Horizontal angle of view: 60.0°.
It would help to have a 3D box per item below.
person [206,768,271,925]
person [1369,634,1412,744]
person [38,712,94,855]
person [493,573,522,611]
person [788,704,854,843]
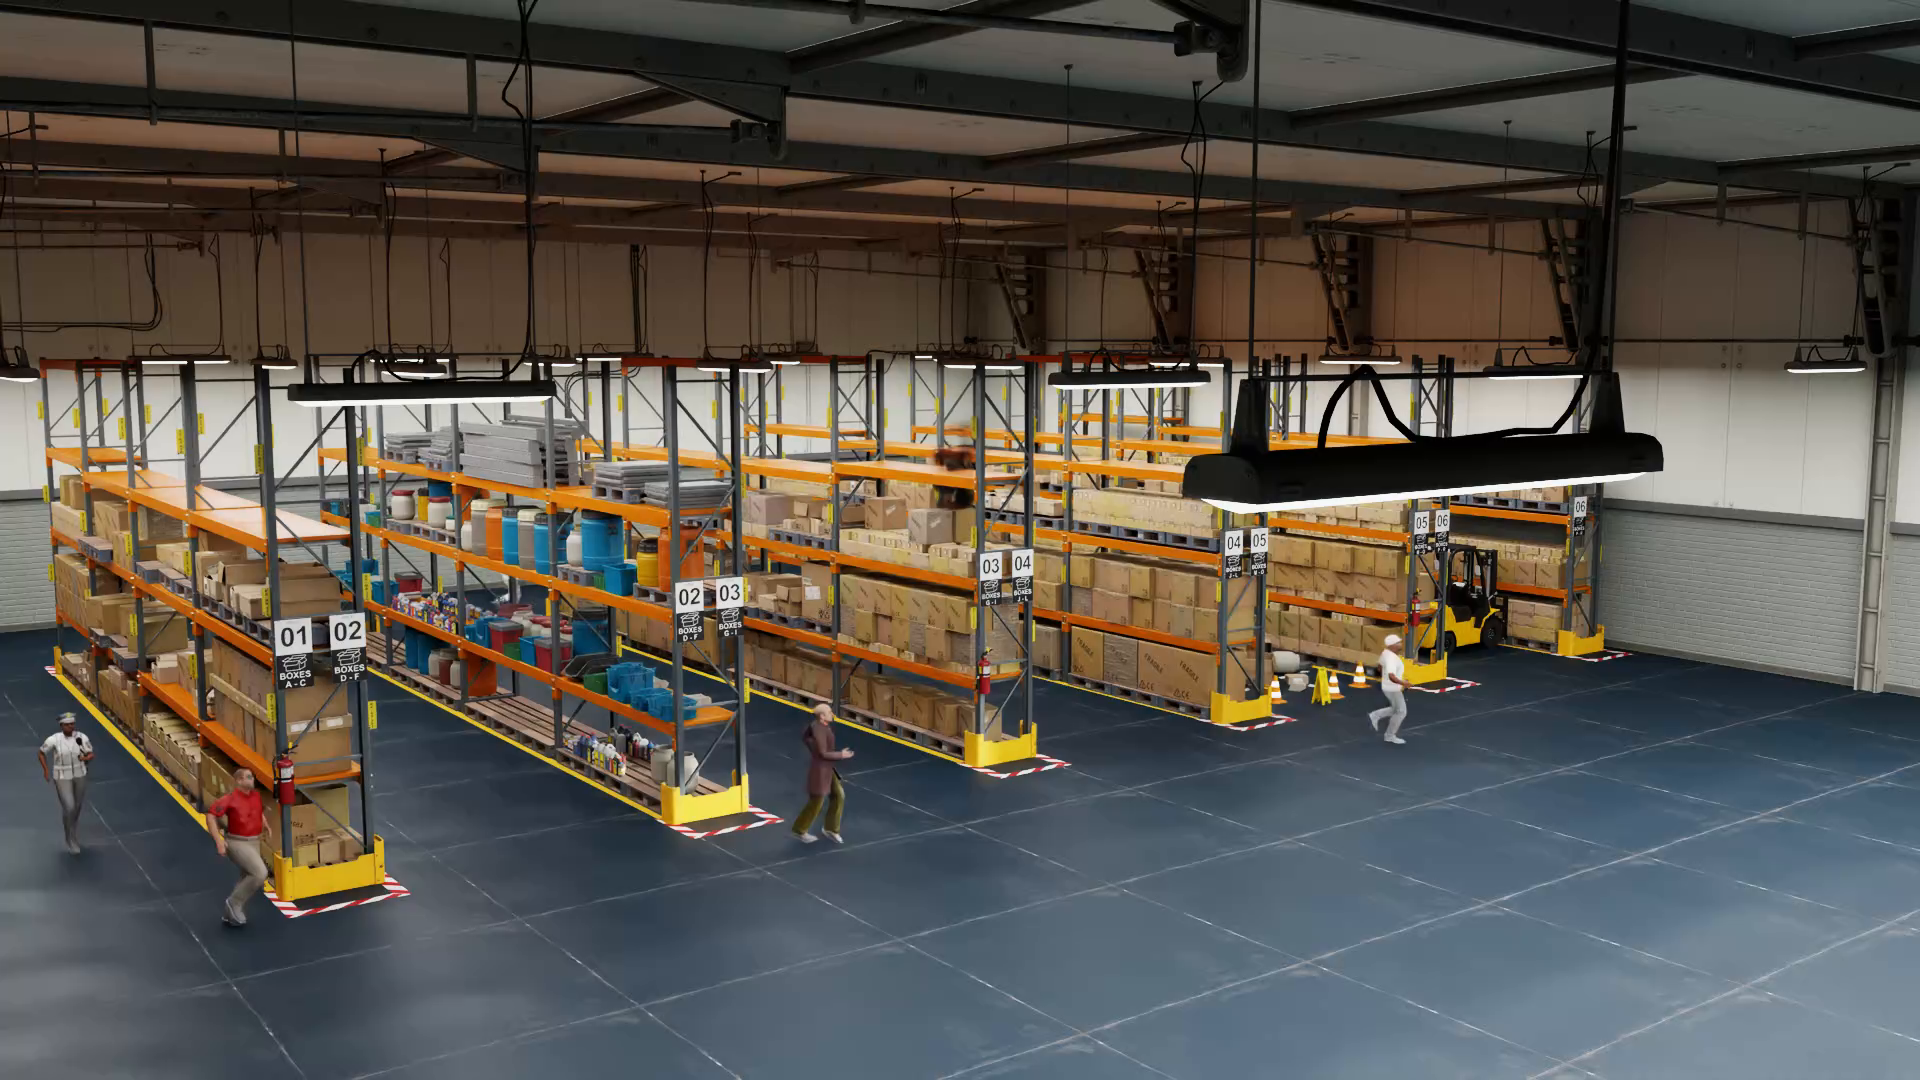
[{"bbox_3d":[-7.757,3.329,18.127,0.597,1.668,0.654,1,7,12],"label":"person"},{"bbox_3d":[6.791,2.340,26.233,0.613,1.726,0.736,1,7,6],"label":"person"},{"bbox_3d":[-11.129,3.002,20.778,0.781,1.755,0.549,6,9,41],"label":"person"},{"bbox_3d":[-10.347,0.909,37.998,0.637,1.740,0.702,-3,8,-26],"label":"person"},{"bbox_3d":[-1.740,2.969,20.886,0.834,1.868,0.736,0,7,0],"label":"person"}]
